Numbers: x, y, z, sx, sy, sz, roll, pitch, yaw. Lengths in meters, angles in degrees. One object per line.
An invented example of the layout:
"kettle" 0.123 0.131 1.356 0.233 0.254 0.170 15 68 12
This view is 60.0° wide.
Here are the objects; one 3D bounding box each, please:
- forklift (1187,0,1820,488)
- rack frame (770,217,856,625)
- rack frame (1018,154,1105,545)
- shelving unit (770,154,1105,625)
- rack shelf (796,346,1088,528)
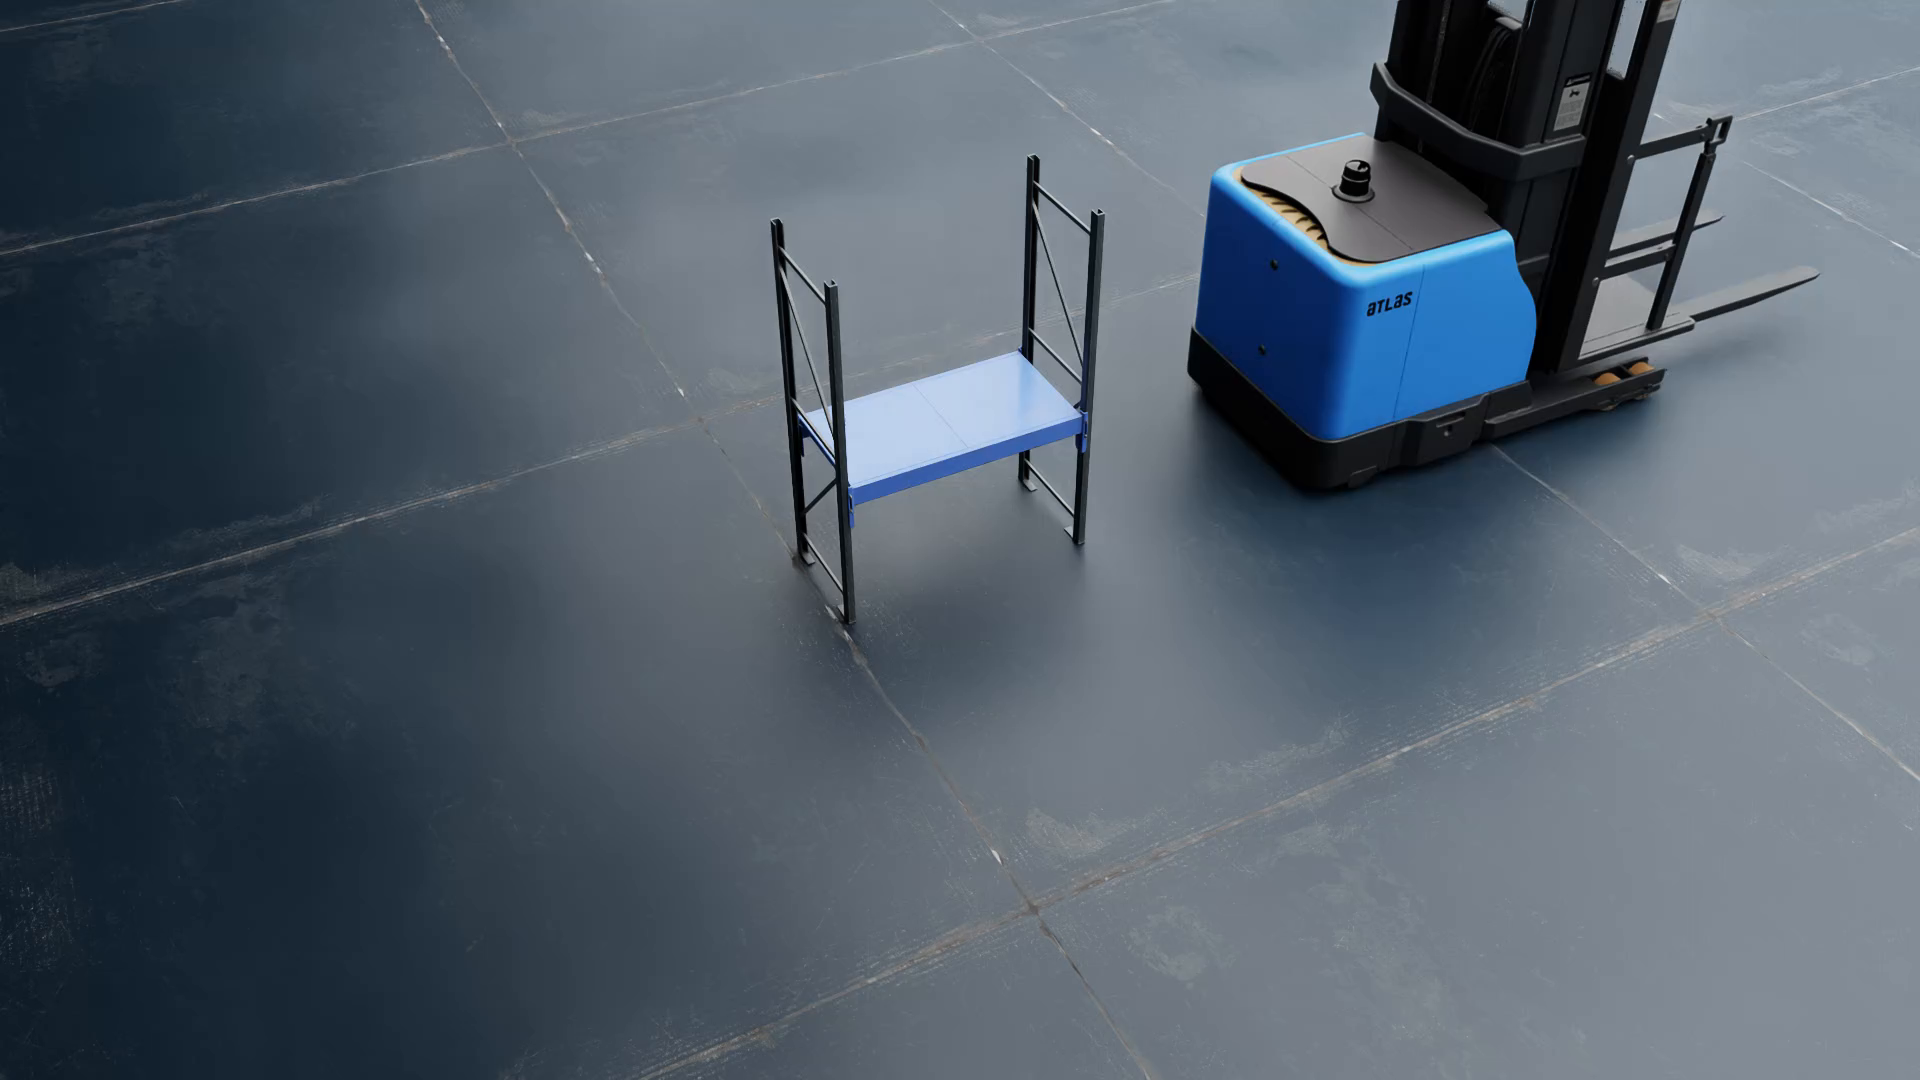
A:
"forklift" 2.586 -1.986 6.828 3.031 2.935 1.130 -17 43 -20
"rack frame" -0.527 -0.395 6.056 0.032 1.500 0.500 -19 44 -21
"rack frame" 0.375 -0.699 6.415 0.032 1.500 0.500 -19 44 -21
"shelving unit" -0.076 -0.547 6.235 1.048 1.500 0.538 -19 44 -21
"rack shelf" -0.076 -0.410 6.352 1.000 0.185 0.538 -19 44 -21
